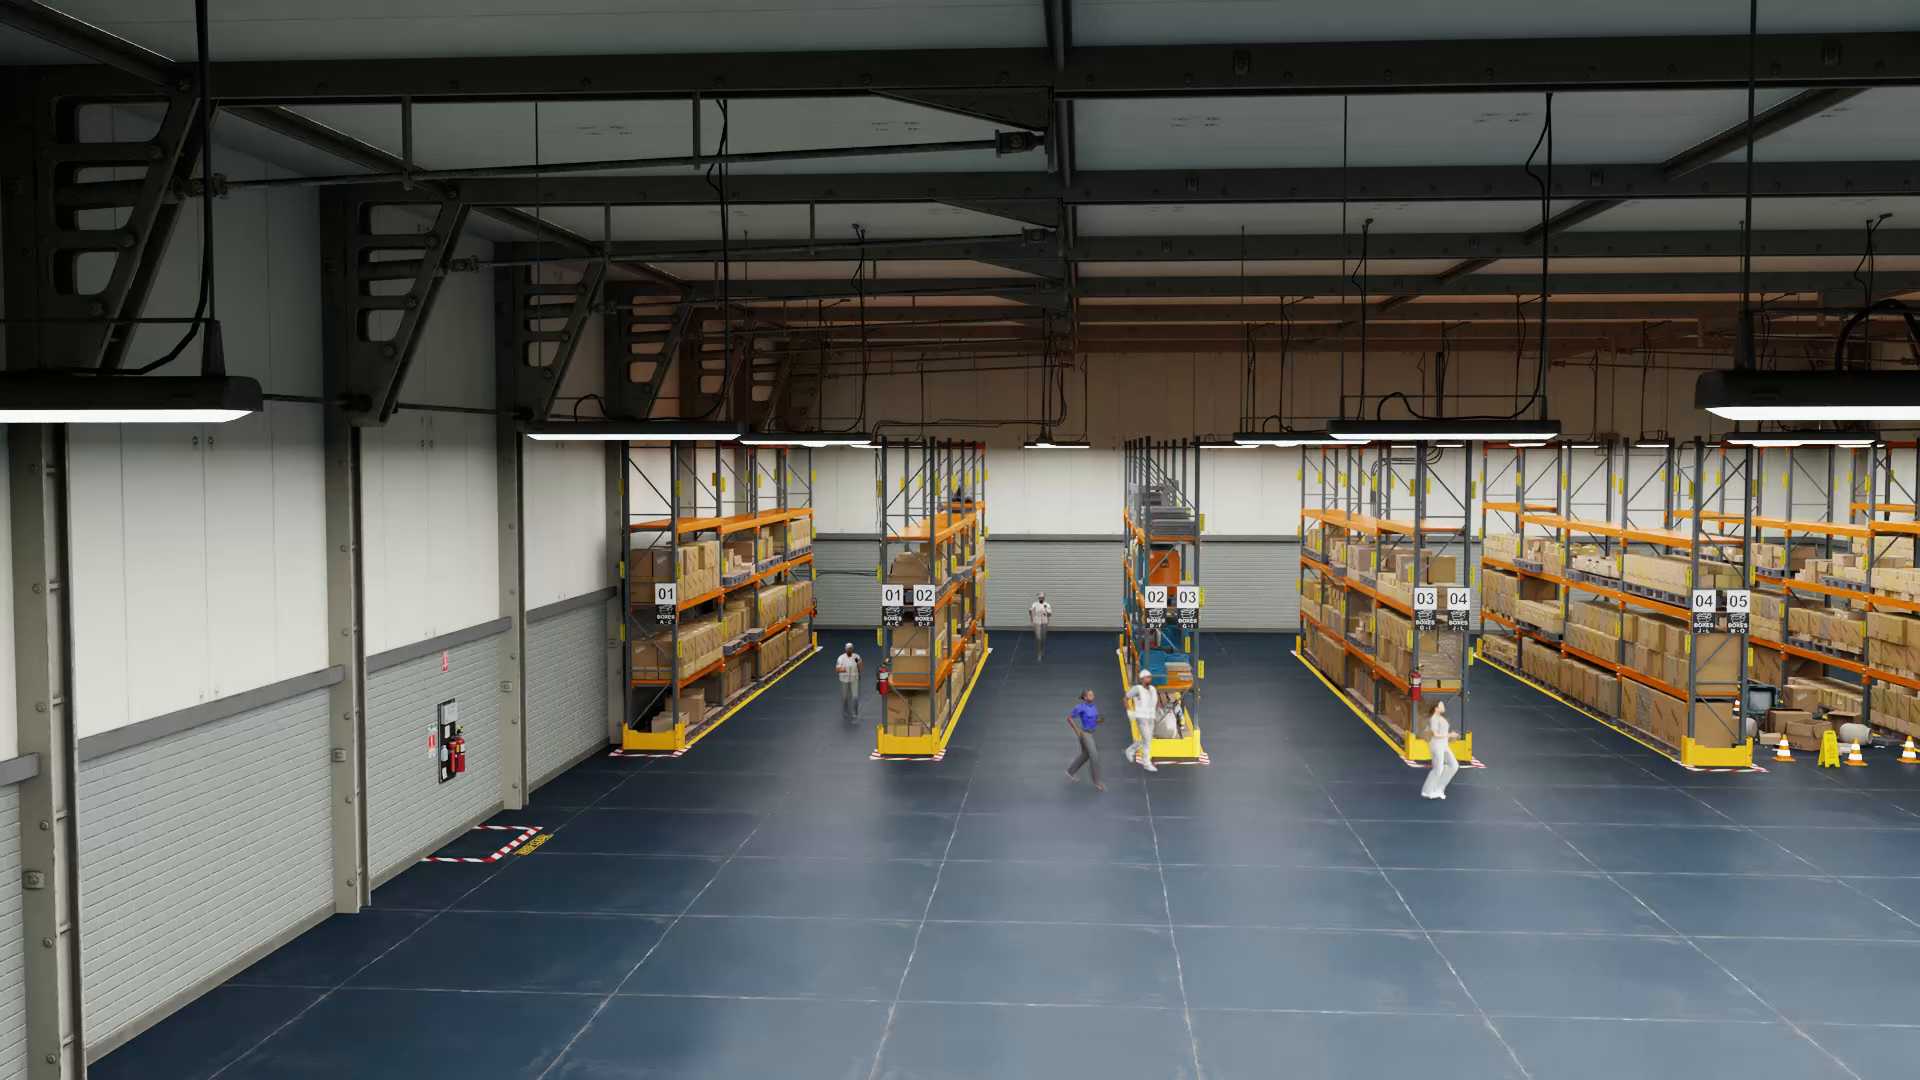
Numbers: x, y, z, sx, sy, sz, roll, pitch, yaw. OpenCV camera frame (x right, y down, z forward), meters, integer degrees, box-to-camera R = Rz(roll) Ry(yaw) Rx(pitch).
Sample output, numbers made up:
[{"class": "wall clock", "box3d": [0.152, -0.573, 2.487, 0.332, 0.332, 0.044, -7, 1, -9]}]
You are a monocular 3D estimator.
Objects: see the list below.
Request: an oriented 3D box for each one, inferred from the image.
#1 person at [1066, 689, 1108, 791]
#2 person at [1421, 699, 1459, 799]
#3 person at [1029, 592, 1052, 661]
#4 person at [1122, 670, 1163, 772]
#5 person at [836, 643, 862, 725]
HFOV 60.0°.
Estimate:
[{"class": "person", "box3d": [2.164, 3.376, 28.260, 0.846, 1.677, 0.562, 2, 4, 31]}, {"class": "person", "box3d": [7.893, 3.433, 27.264, 0.628, 1.667, 0.547, 2, 4, 32]}, {"class": "person", "box3d": [2.128, 2.260, 43.721, 0.546, 1.796, 0.736, -1, 3, -10]}, {"class": "person", "box3d": [3.349, 3.242, 30.069, 0.736, 1.762, 0.823, -3, 4, -39]}, {"class": "person", "box3d": [-2.343, 3.017, 35.128, 0.550, 1.715, 0.821, 0, 3, -5]}]
